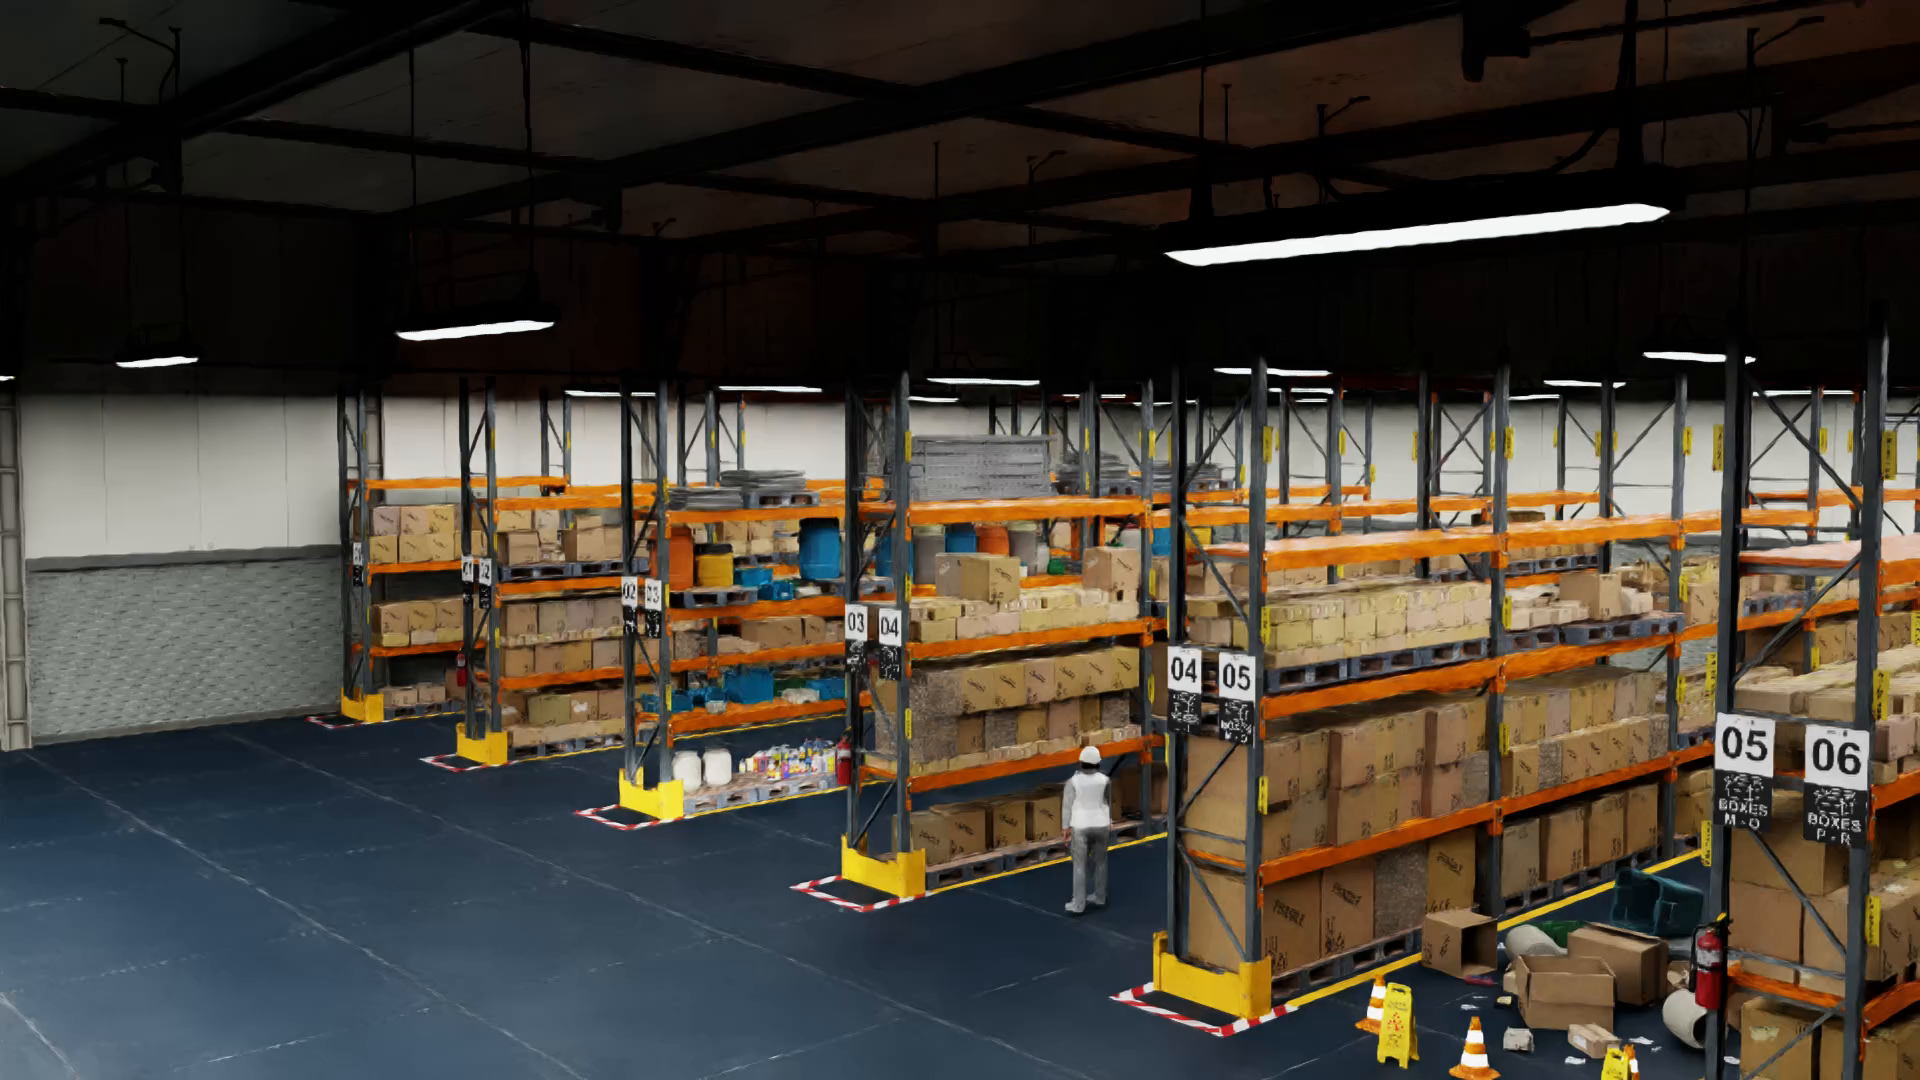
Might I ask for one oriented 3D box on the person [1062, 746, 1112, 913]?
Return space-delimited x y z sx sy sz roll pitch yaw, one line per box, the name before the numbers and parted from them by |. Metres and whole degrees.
person | 1.359 3.089 17.921 0.578 1.775 0.494 -1 4 -12
